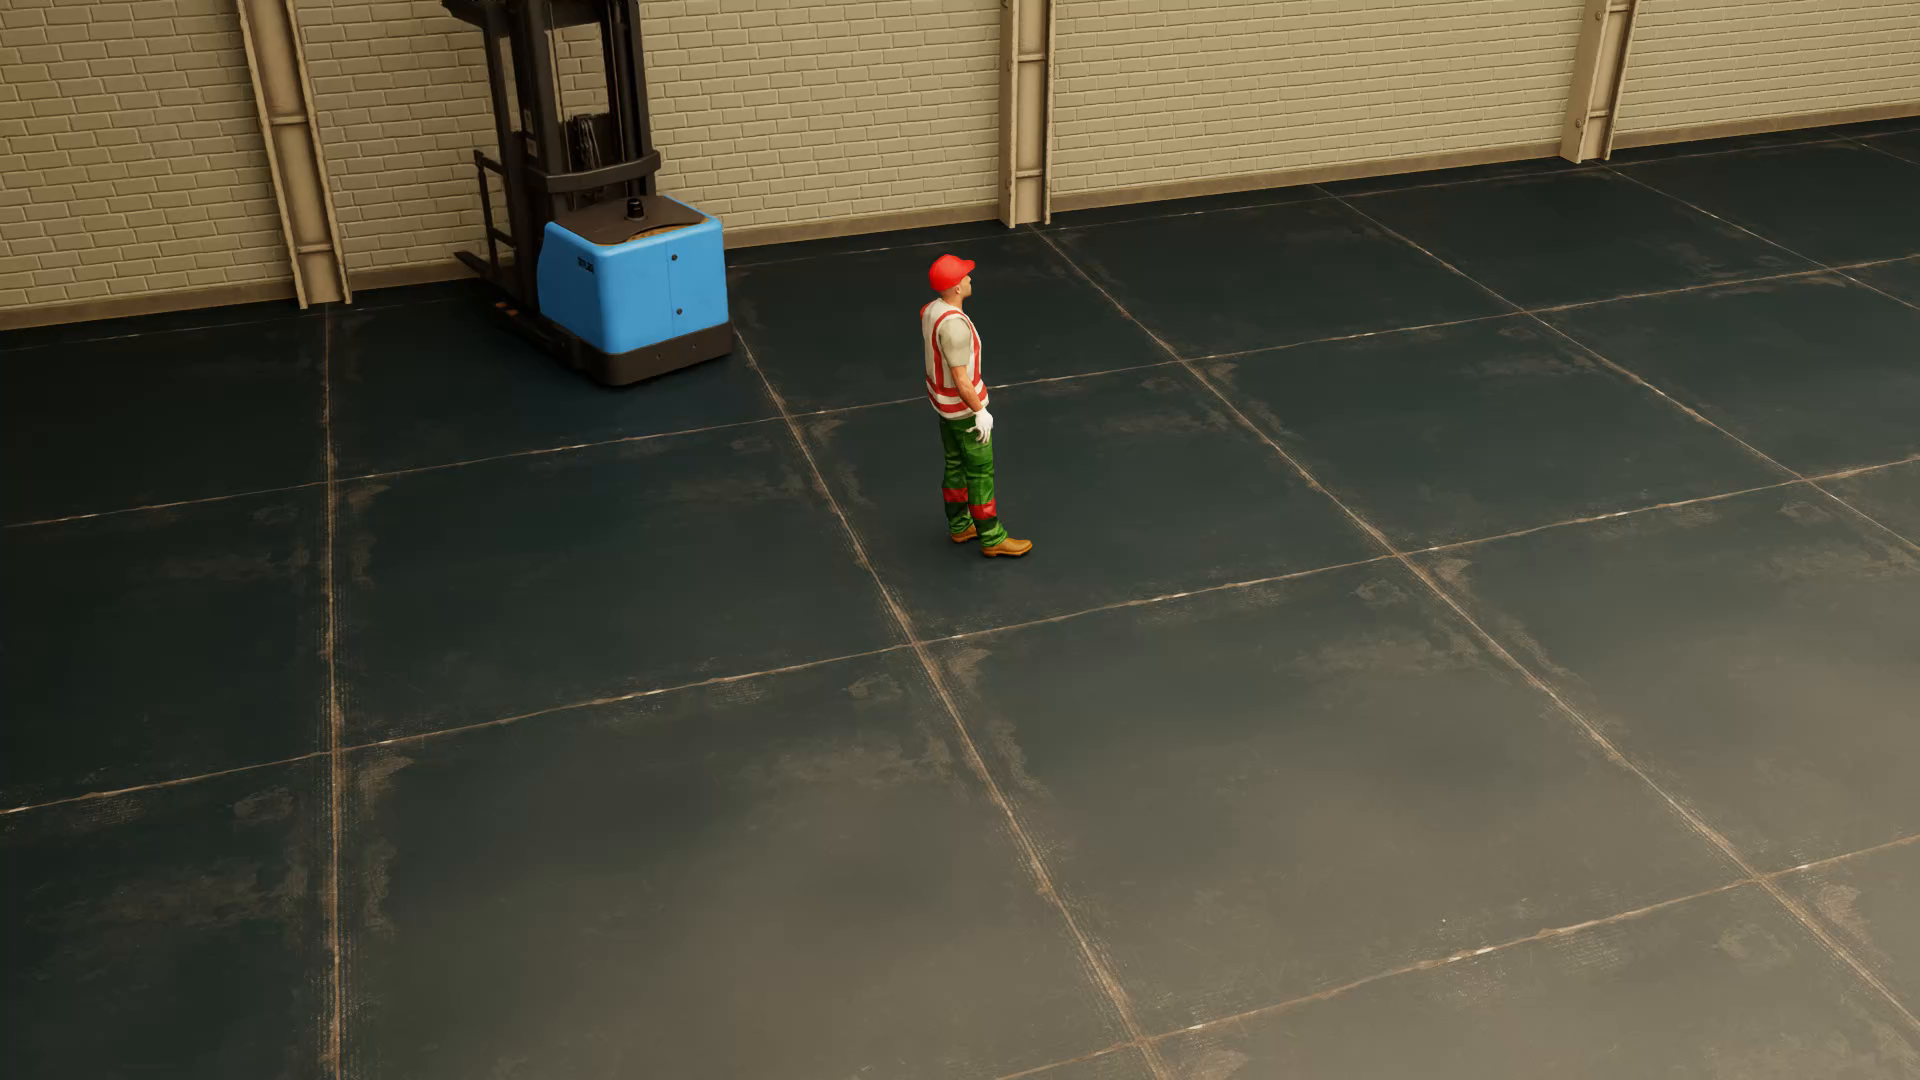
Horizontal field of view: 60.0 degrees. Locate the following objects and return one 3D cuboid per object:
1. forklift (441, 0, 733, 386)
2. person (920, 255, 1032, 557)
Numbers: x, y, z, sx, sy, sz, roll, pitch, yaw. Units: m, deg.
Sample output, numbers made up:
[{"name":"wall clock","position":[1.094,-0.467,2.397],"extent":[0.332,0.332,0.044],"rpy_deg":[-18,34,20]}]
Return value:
[{"name":"forklift","position":[-3.013,-3.025,12.345],"extent":[1.130,2.935,3.031],"rpy_deg":[-23,37,-34]},{"name":"person","position":[0.080,-0.789,9.590],"extent":[0.562,1.789,0.638],"rpy_deg":[-10,31,-16]}]
